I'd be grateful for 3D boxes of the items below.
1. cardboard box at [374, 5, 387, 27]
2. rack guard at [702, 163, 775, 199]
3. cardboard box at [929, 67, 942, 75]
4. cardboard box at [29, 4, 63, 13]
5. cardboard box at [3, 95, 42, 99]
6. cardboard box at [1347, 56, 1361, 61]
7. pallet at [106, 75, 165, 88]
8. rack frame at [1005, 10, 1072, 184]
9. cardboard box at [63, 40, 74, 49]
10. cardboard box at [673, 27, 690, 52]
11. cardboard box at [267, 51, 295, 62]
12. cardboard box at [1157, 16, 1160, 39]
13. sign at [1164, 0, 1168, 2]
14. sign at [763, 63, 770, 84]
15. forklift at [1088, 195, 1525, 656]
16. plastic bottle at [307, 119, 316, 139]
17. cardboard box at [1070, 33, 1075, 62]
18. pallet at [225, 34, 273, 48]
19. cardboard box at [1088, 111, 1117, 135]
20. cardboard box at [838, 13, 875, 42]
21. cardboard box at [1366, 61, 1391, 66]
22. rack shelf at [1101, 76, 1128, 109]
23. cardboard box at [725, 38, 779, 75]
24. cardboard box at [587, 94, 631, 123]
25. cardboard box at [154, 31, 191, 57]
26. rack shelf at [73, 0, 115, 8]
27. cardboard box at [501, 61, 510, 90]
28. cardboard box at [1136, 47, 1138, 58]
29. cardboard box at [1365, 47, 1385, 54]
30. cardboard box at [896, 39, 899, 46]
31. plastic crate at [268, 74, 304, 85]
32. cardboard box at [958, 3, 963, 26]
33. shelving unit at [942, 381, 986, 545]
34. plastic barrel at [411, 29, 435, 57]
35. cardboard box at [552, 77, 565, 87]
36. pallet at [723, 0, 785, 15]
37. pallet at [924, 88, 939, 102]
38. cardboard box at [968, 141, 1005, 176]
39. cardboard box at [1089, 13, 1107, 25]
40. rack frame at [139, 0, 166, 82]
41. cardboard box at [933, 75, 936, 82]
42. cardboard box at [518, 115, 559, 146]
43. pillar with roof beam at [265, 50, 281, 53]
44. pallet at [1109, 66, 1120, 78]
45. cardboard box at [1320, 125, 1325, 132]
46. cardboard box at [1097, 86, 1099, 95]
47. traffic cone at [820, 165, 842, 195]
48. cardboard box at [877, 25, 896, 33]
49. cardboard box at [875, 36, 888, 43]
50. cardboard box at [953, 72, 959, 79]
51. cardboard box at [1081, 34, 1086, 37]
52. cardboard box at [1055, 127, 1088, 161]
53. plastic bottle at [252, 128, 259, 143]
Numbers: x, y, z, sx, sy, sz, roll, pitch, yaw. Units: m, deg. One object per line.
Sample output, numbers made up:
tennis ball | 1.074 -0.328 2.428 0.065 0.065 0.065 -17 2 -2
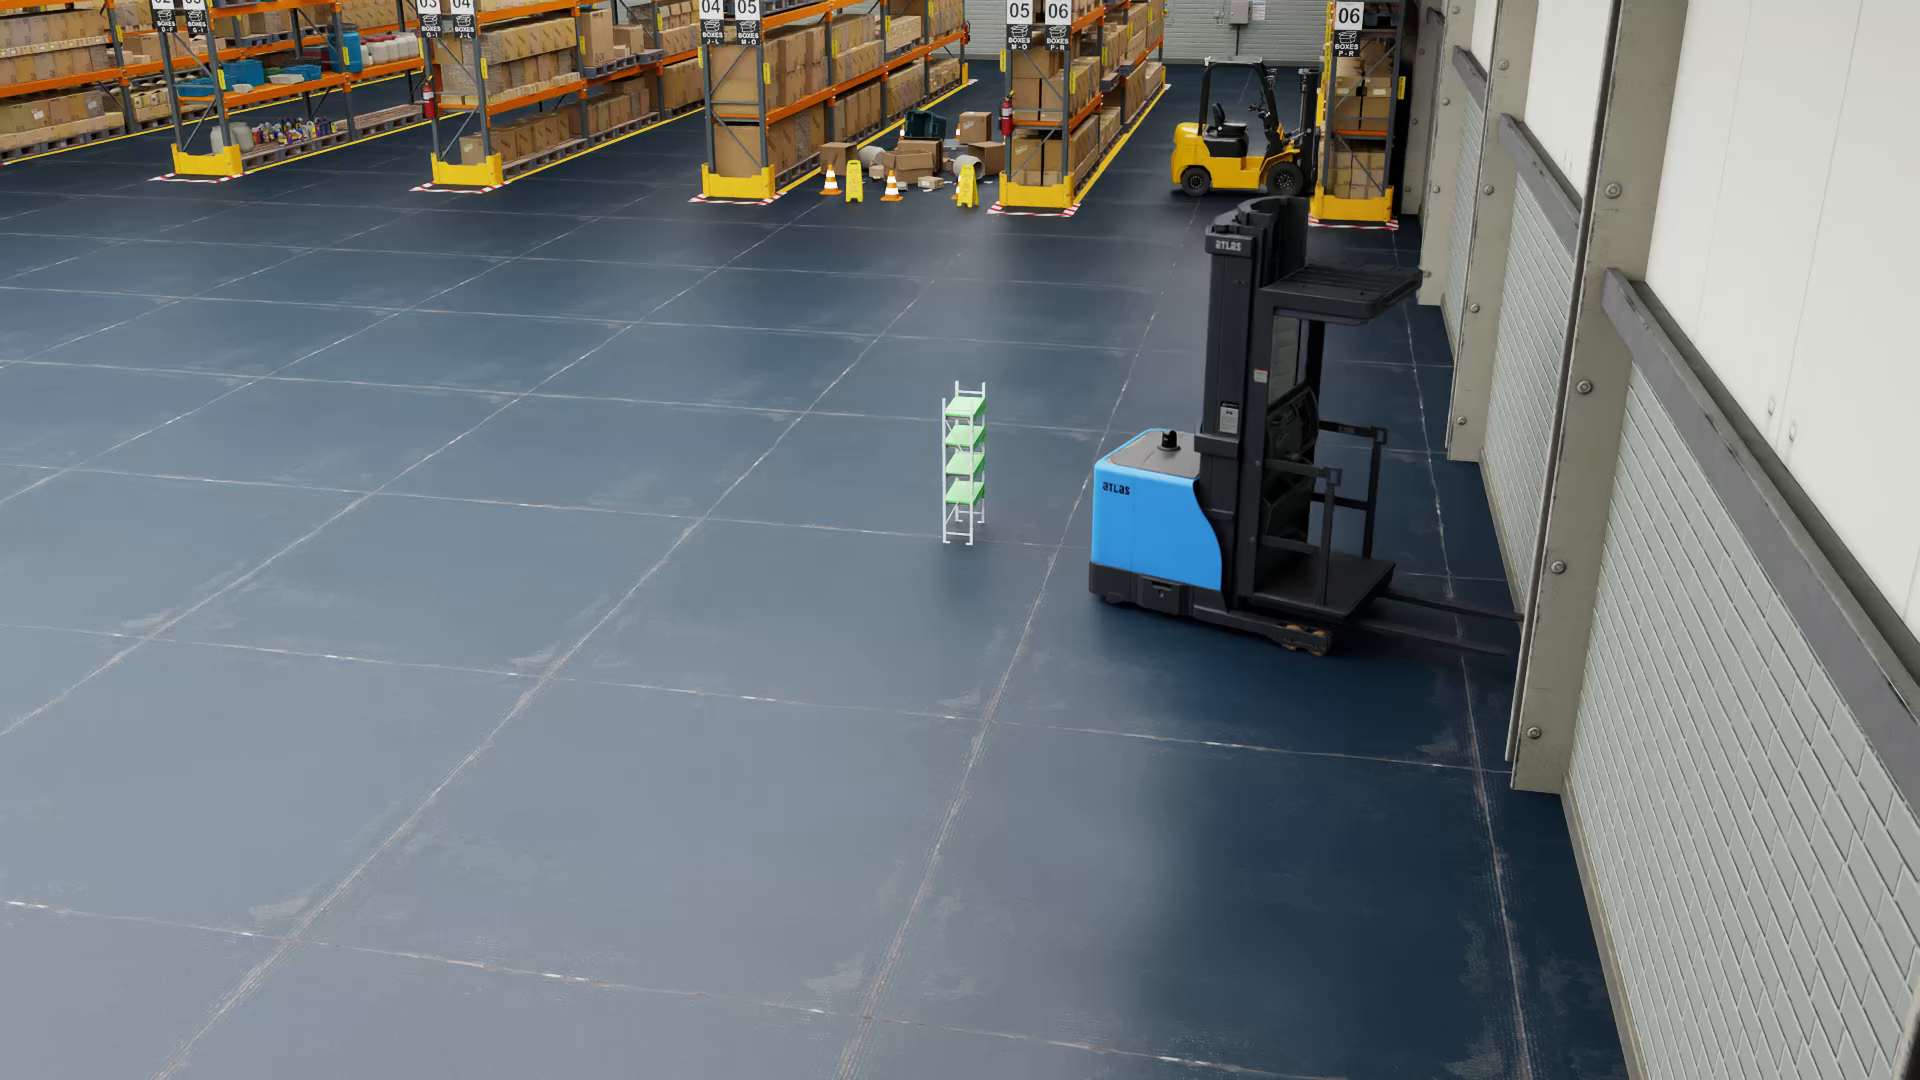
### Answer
cardboard box | -15.056 -13.435 42.593 0.500 0.500 0.500 4 22 10
rack guard | -3.656 -5.938 27.458 1.175 0.500 0.348 4 22 11
cardboard box | -0.649 -11.130 39.461 0.380 0.149 0.250 5 22 12
cardboard box | -21.050 -12.278 38.292 0.500 0.250 0.500 5 22 12
cardboard box | -18.072 -8.313 32.125 0.500 0.500 0.500 4 22 11
cardboard box | 6.528 -8.046 27.947 0.380 0.149 0.250 4 22 10
pallet | -20.668 -11.461 41.559 1.003 0.211 1.213 4 22 11
rack frame | 1.216 -6.766 26.167 1.000 3.000 0.127 4 22 11
cardboard box | -17.422 -9.600 32.203 0.380 0.149 0.250 4 22 11
cardboard box | -6.284 -11.027 36.614 0.500 0.500 0.500 4 22 10
cardboard box | -16.276 -11.535 39.762 0.500 0.250 0.500 5 22 11
cardboard box | 4.429 -12.096 39.268 0.500 0.500 0.500 5 22 12
sign | 5.009 -13.218 40.321 0.100 0.325 0.005 4 22 11
sign | -3.109 -7.500 26.726 0.100 0.325 0.005 4 22 11
forklift | 2.478 -0.793 11.429 3.031 2.935 1.130 13 25 28
plastic bottle | -12.473 -7.891 31.919 0.144 0.351 0.185 4 22 11
cardboard box | 1.604 -8.547 28.721 0.700 0.500 0.500 5 22 11
pallet | -16.481 -11.368 37.851 1.213 0.211 1.003 4 22 11
cardboard box | 2.580 -8.191 32.662 0.950 0.372 0.625 4 22 10
cardboard box | -2.120 -10.378 33.666 0.700 0.500 0.500 4 22 11
cardboard box | 6.830 -7.731 27.164 0.380 0.149 0.250 4 22 10
rack shelf | 2.440 -8.626 31.750 1.077 0.370 4.000 4 22 11
cardboard box | -3.515 -8.017 27.629 0.875 0.550 0.550 4 22 11
cardboard box | -7.180 -8.833 34.058 0.700 0.500 0.500 6 23 15
cardboard box | -16.877 -10.635 35.641 0.500 0.500 0.500 3 22 8
rack shelf | -16.959 -11.530 34.944 1.077 0.370 4.000 4 22 11
cardboard box | -8.362 -8.096 28.940 0.875 0.500 0.500 4 22 11
cardboard box | 3.492 -10.343 35.251 0.500 0.250 0.500 4 22 11
cardboard box | 7.703 -9.051 30.839 0.380 0.149 0.250 4 22 10
cardboard box | -1.515 -10.651 35.590 0.380 0.149 0.250 5 23 13
plastic crate | -12.602 -8.626 31.140 0.530 0.136 0.437 4 22 11
cardboard box | -0.226 -12.958 41.011 0.500 0.500 0.500 5 22 12
shelving unit | 0.034 -0.617 13.310 0.258 1.200 0.503 4 22 11
plastic barrel | -11.500 -10.695 35.741 0.600 0.536 0.708 4 22 11
cardboard box | -7.538 -8.489 30.783 0.380 0.149 0.250 4 22 11
pallet | -3.510 -8.728 27.144 1.003 0.211 1.213 4 22 11
pallet | -1.100 -10.449 39.047 1.003 0.211 1.213 4 22 11
cardboard box | 0.481 -6.782 29.551 0.500 0.500 0.500 -16 27 -35
cardboard box | 2.697 -10.411 33.746 0.500 0.500 0.500 4 22 9
rack frame | -20.585 -13.042 41.753 1.000 3.000 0.127 4 22 11
cardboard box | -0.779 -10.903 39.296 0.380 0.149 0.250 3 22 8
cardboard box | -7.900 -7.666 31.187 0.500 0.500 0.500 12 25 28
pillar with roof beam | -15.850 -18.013 46.065 9.100 9.000 0.400 4 22 11
pallet | 2.484 -8.875 31.663 1.003 0.211 1.213 4 22 11
cardboard box | 6.372 -6.895 28.270 0.500 0.250 0.500 4 22 11
cardboard box | 2.265 -7.971 29.497 0.380 0.149 0.250 4 22 10
traffic cone | -2.152 -6.015 27.700 0.336 0.463 0.334 4 22 11
cardboard box | -1.573 -10.825 35.224 0.380 0.149 0.250 4 22 9
cardboard box | -1.723 -10.409 34.591 0.380 0.149 0.250 5 23 13
cardboard box | -0.243 -11.520 41.226 0.380 0.149 0.250 5 23 13
cardboard box | 2.113 -9.164 31.028 0.500 0.500 0.500 5 23 13
cardboard box | 1.868 -6.690 28.094 0.500 0.500 0.500 5 22 12
plastic bottle | -13.311 -7.634 31.382 0.152 0.276 0.135 5 22 11
